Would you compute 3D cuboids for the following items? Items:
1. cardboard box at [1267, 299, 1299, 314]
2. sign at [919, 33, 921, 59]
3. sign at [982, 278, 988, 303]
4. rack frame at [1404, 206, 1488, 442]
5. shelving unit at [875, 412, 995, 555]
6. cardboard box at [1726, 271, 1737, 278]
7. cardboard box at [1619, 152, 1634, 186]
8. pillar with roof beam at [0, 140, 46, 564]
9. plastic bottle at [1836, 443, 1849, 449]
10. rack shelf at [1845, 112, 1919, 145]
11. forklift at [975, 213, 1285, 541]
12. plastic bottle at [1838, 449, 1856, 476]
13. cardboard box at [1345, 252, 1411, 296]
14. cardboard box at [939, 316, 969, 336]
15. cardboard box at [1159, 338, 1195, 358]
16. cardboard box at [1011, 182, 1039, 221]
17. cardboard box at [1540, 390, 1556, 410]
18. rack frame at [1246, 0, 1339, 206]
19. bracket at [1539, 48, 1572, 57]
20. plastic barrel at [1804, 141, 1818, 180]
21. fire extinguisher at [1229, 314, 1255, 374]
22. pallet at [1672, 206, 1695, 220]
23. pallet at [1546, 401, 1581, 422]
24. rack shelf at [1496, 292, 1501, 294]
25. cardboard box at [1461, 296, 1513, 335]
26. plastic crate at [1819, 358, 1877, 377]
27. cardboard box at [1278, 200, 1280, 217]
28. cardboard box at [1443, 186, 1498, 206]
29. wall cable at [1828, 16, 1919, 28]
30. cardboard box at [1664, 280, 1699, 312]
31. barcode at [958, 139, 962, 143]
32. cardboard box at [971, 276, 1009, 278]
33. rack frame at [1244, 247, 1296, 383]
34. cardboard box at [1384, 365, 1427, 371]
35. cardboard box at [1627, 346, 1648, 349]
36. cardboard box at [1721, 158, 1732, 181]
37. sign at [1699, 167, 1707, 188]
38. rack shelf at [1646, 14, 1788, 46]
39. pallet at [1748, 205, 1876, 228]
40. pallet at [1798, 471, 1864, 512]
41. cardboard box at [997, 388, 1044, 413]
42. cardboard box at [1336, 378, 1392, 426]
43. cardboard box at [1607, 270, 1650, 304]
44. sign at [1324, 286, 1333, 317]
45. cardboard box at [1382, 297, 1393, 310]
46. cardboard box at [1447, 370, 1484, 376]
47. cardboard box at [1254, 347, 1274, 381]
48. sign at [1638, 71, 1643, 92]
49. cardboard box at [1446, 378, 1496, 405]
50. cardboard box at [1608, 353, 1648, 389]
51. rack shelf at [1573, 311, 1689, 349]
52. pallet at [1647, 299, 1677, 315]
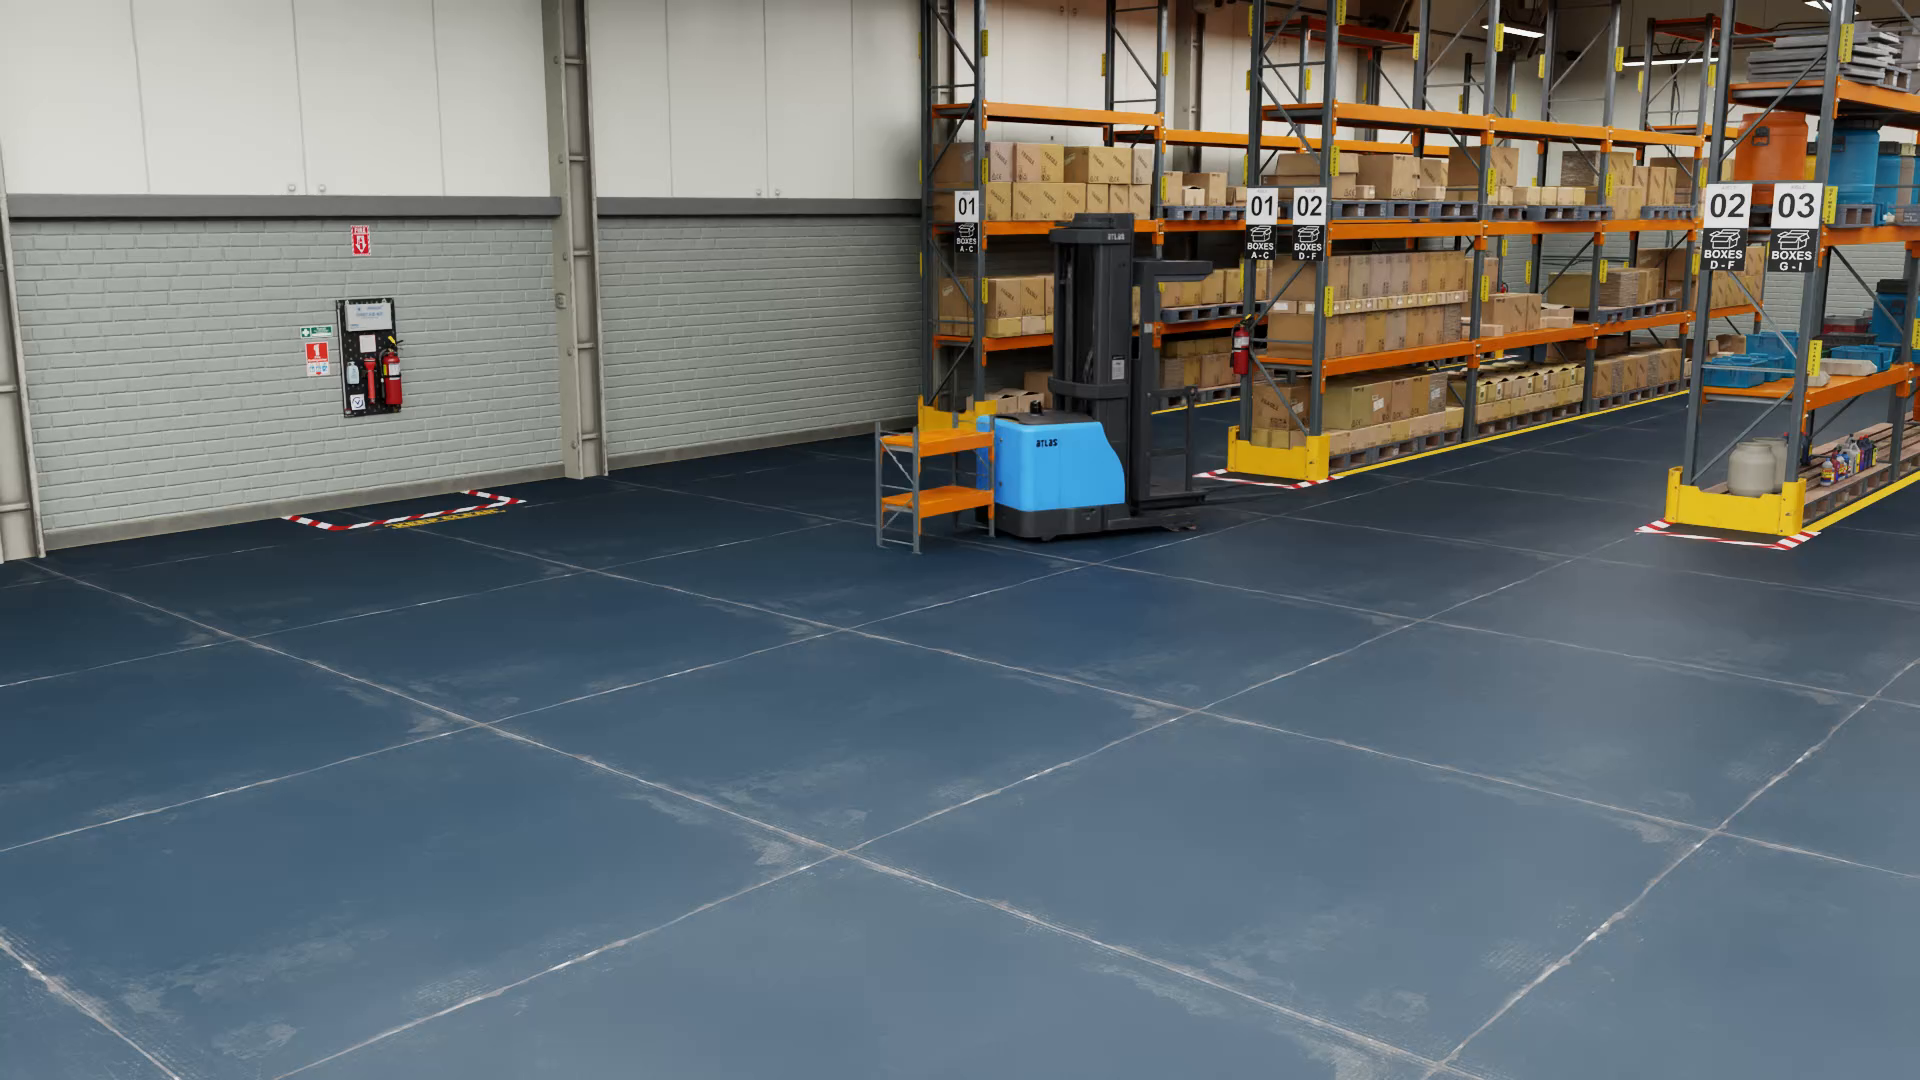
[{"bbox_3d":[3.741,-2.674,19.030,0.380,0.149,0.250,9,15,39],"label":"cardboard box"},{"bbox_3d":[-0.496,-6.418,21.582,0.100,0.325,0.005,10,15,40],"label":"sign"},{"bbox_3d":[0.316,-3.220,21.466,0.100,0.325,0.005,10,15,40],"label":"sign"},{"bbox_3d":[6.272,-2.815,21.645,1.000,3.000,0.127,10,15,40],"label":"rack frame"},{"bbox_3d":[-0.213,-0.532,15.004,0.538,1.125,1.048,10,15,41],"label":"shelving unit"},{"bbox_3d":[13.095,-4.792,28.735,0.500,0.500,0.500,10,15,42],"label":"cardboard box"},{"bbox_3d":[9.878,-5.627,25.258,0.500,0.500,0.500,10,15,40],"label":"cardboard box"},{"bbox_3d":[-4.967,-3.701,10.764,9.100,9.000,0.400,10,15,40],"label":"pillar with roof beam"},{"bbox_3d":[9.527,-0.909,17.934,0.152,0.276,0.135,10,15,40],"label":"plastic bottle"},{"bbox_3d":[11.310,-4.861,19.431,1.077,0.370,4.000,10,15,40],"label":"rack shelf"},{"bbox_3d":[1.696,-1.604,15.758,3.031,2.935,1.130,-6,13,-26],"label":"forklift"},{"bbox_3d":[9.332,-0.823,17.502,0.152,0.276,0.135,10,15,41],"label":"plastic bottle"},{"bbox_3d":[4.990,-3.212,20.068,0.700,0.500,0.500,10,15,40],"label":"cardboard box"},{"bbox_3d":[0.071,-2.896,22.385,0.500,0.250,0.500,10,15,41],"label":"cardboard box"},{"bbox_3d":[3.310,-2.988,25.857,0.500,0.250,0.500,9,15,39],"label":"cardboard box"},{"bbox_3d":[0.698,-4.487,22.054,0.500,0.500,0.500,-11,16,-44],"label":"cardboard box"},{"bbox_3d":[8.076,-2.002,23.523,0.500,0.250,0.500,10,15,42],"label":"cardboard box"},{"bbox_3d":[3.631,-5.168,18.111,1.000,3.000,0.127,10,15,40],"label":"rack frame"},{"bbox_3d":[13.317,-10.713,36.683,0.076,0.066,3.189,10,15,40],"label":"bracket"},{"bbox_3d":[8.007,-3.538,16.058,0.600,0.588,0.600,0,11,0],"label":"plastic barrel"},{"bbox_3d":[3.205,-2.231,18.919,0.296,0.674,0.183,10,15,40],"label":"fire extinguisher"},{"bbox_3d":[11.070,-5.284,26.827,1.213,0.211,1.003,10,15,40],"label":"pallet"},{"bbox_3d":[8.340,-1.920,24.283,1.003,0.211,1.213,10,15,40],"label":"pallet"},{"bbox_3d":[9.149,-4.573,32.285,1.077,0.370,4.000,10,15,40],"label":"rack shelf"},{"bbox_3d":[7.139,-3.052,22.578,0.500,0.500,0.500,-11,16,-43],"label":"cardboard box"},{"bbox_3d":[9.109,-1.773,17.101,0.530,0.136,0.437,10,15,40],"label":"plastic crate"},{"bbox_3d":[4.916,-5.339,26.803,0.500,0.311,0.500,10,15,40],"label":"cardboard box"},{"bbox_3d":[6.686,-4.507,21.772,0.500,0.250,0.500,-10,15,-42],"label":"cardboard box"},{"bbox_3d":[18.828,-11.382,32.645,3.097,2.526,0.112,10,15,40],"label":"wall cable"},{"bbox_3d":[12.094,-4.080,27.727,0.500,0.500,0.500,10,15,42],"label":"cardboard box"},{"bbox_3d":[0.001,-5.340,22.289,0.001,0.075,0.075,10,15,40],"label":"barcode"},{"bbox_3d":[0.399,-3.340,22.691,0.500,0.500,0.500,10,15,41],"label":"cardboard box"},{"bbox_3d":[5.189,-4.043,27.795,1.000,3.000,0.127,10,15,40],"label":"rack frame"},{"bbox_3d":[5.731,-2.012,21.661,0.500,0.500,0.500,10,15,40],"label":"cardboard box"},{"bbox_3d":[11.050,-2.942,27.541,0.500,0.500,0.500,9,14,38],"label":"cardboard box"},{"bbox_3d":[12.607,-6.208,28.168,0.700,0.500,0.500,10,15,40],"label":"cardboard box"},{"bbox_3d":[11.972,-5.838,26.798,0.100,0.325,0.005,10,15,40],"label":"sign"},{"bbox_3d":[12.873,-8.505,28.168,1.077,0.370,4.000,10,15,40],"label":"rack shelf"},{"bbox_3d":[7.969,-3.073,15.760,1.003,0.211,1.213,10,15,40],"label":"pallet"},{"bbox_3d":[8.710,-0.532,17.338,1.003,0.211,1.213,10,15,40],"label":"pallet"},{"bbox_3d":[0.809,-1.937,22.994,0.500,0.311,0.500,-11,15,-43],"label":"cardboard box"},{"bbox_3d":[4.802,-1.651,19.850,0.500,0.500,0.500,10,15,40],"label":"cardboard box"},{"bbox_3d":[10.433,-3.979,26.145,0.700,0.500,0.500,6,13,26],"label":"cardboard box"},{"bbox_3d":[4.044,-2.617,18.242,0.100,0.325,0.005,10,15,40],"label":"sign"},{"bbox_3d":[4.901,-2.813,19.725,0.380,0.149,0.250,10,15,40],"label":"cardboard box"},{"bbox_3d":[6.994,-2.194,23.055,0.500,0.311,0.500,10,15,40],"label":"cardboard box"},{"bbox_3d":[4.753,-2.920,27.433,0.700,0.500,0.500,10,15,41],"label":"cardboard box"},{"bbox_3d":[11.157,-7.503,27.216,0.100,0.325,0.005,10,15,40],"label":"sign"},{"bbox_3d":[6.732,-1.976,21.961,0.500,0.311,0.500,10,15,41],"label":"cardboard box"},{"bbox_3d":[10.444,-2.651,26.087,0.500,0.500,0.500,9,14,38],"label":"cardboard box"},{"bbox_3d":[10.233,-3.345,26.135,1.077,0.370,4.000,10,15,40],"label":"rack shelf"},{"bbox_3d":[10.943,-3.794,27.039,1.003,0.211,1.213,10,15,40],"label":"pallet"}]
